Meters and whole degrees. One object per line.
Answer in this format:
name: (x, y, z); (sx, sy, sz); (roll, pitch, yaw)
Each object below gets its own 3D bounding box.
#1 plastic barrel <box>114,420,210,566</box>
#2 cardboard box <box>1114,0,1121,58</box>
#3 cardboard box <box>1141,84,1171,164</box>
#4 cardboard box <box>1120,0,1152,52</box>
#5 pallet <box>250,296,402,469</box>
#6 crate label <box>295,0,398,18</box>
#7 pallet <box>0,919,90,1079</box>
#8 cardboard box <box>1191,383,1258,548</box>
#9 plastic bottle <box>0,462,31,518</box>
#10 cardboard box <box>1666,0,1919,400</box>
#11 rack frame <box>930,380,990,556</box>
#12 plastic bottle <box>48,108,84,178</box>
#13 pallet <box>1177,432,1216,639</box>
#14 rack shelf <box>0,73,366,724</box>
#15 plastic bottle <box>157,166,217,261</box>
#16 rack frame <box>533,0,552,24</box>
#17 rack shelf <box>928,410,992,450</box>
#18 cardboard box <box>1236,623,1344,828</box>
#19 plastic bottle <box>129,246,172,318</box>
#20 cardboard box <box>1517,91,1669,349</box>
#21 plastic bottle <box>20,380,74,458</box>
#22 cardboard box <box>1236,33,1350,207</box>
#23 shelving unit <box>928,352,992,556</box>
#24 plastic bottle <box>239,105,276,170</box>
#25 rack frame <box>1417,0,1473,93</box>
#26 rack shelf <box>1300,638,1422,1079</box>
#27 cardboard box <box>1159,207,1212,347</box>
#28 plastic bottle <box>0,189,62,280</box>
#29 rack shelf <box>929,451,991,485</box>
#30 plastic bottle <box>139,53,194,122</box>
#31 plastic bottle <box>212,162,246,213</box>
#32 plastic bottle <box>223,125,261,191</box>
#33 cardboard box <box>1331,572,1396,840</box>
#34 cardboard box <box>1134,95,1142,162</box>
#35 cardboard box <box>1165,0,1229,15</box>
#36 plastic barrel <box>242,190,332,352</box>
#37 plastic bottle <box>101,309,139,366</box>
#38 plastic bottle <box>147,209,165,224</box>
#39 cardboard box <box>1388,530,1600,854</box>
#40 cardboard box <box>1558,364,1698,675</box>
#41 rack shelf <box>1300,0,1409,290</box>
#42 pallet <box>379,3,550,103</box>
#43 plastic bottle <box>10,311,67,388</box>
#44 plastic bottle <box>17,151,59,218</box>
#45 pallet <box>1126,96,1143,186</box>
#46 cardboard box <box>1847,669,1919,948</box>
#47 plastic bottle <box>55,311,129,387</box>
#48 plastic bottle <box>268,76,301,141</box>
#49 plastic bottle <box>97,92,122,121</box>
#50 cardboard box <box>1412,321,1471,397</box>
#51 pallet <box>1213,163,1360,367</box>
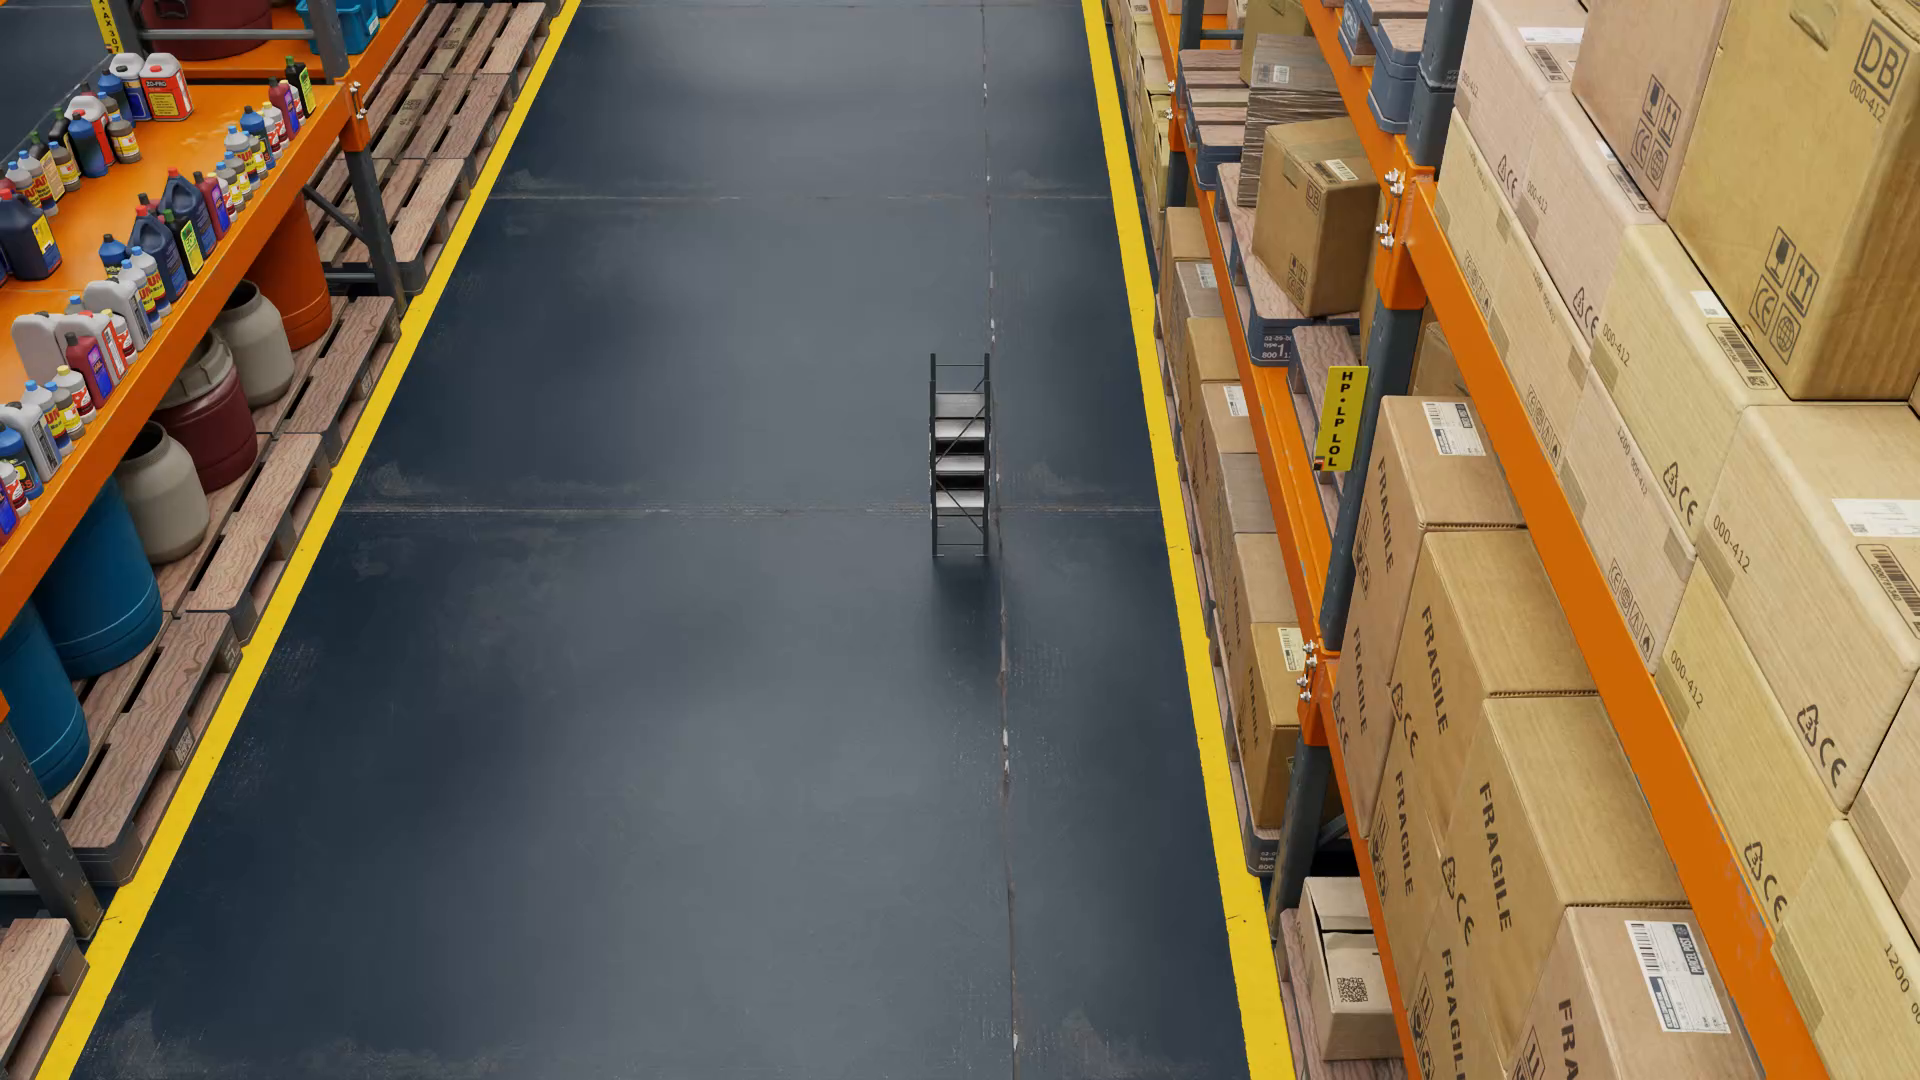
plastic barrel: (-3.307, -0.191, 6.743); (0.421, 0.512, 0.421); (0, 39, 0)
cardboard box: (1.284, -3.384, 10.937); (0.500, 0.250, 0.500); (1, 39, 1)
cardboard box: (1.283, -2.326, 9.169); (0.500, 0.311, 0.500); (-1, 39, -1)
cardboard box: (1.281, -3.280, 10.359); (0.500, 0.311, 0.500); (-1, 39, -2)
pallet: (-3.374, -0.782, 8.057); (1.003, 0.211, 1.213); (0, 39, 0)
crate label: (-3.147, -2.998, 8.564); (0.502, 0.435, 0.616); (0, 39, 0)
pallet: (-3.372, 1.686, 4.977); (1.003, 0.211, 1.213); (0, 39, 0)
cardboard box: (1.259, -0.308, 6.883); (0.500, 0.500, 0.500); (-1, 39, -2)
plastic bottle: (-3.004, -0.169, 5.221); (0.097, 0.201, 0.097); (0, 39, 0)
cardboard box: (1.446, -0.533, 2.238); (0.700, 0.500, 0.500); (0, 39, 0)
rack frame: (0.000, -0.282, 6.883); (0.240, 0.900, 0.006); (0, 39, 0)
plastic bottle: (-3.784, -1.673, 7.033); (0.061, 0.283, 0.133); (0, 39, 0)
pallet: (1.499, -0.048, 7.141); (1.003, 0.211, 1.213); (0, 39, 0)
rack shelf: (-3.414, -0.831, 6.464); (1.077, 0.370, 4.000); (0, 39, 0)
plastic bottle: (-3.029, -1.277, 6.484); (0.144, 0.351, 0.185); (0, 39, 0)
rack frame: (-3.421, -4.864, 10.921); (1.000, 3.000, 0.127); (0, 39, 0)
rack shelf: (0.000, -0.461, 6.871); (0.258, 0.077, 0.200); (0, 39, 0)
cardboard box: (1.255, 0.633, 5.709); (0.500, 0.500, 0.500); (0, 39, 0)
plastic bottle: (-3.005, -0.959, 6.150); (0.097, 0.271, 0.097); (0, 39, 0)
cardboard box: (1.296, -0.553, 2.863); (0.500, 0.250, 0.500); (0, 39, 0)
plastic bottle: (-3.004, -0.402, 5.456); (0.097, 0.271, 0.097); (0, 39, 0)
cardboard box: (1.461, -1.601, 6.434); (0.700, 0.500, 0.500); (7, 39, 8)
shelving unit: (0.000, -0.346, 6.962); (0.258, 0.900, 0.210); (0, 39, 0)
plastic bottle: (-3.007, -1.722, 7.103); (0.097, 0.271, 0.097); (0, 39, 0)
rack frame: (1.542, -2.204, 2.804); (1.000, 3.000, 0.127); (0, 39, 0)
rack shelf: (1.544, 1.669, 3.344); (1.077, 0.370, 4.000); (0, 39, 0)
cardboard box: (1.252, -1.276, 8.090); (0.500, 0.500, 0.500); (2, 39, 2)
plastic bottle: (-3.589, -1.190, 6.376); (0.144, 0.351, 0.185); (0, 39, 0)
rack shelf: (0.000, -0.320, 6.983); (0.258, 0.077, 0.200); (0, 39, 0)
plastic bottle: (-3.587, -2.044, 7.501); (0.152, 0.276, 0.135); (0, 39, 0)
plastic bottle: (-3.006, -1.451, 6.821); (0.097, 0.201, 0.097); (0, 39, 0)
plastic bottle: (-3.007, -1.600, 6.951); (0.097, 0.271, 0.097); (0, 39, 0)
cardboard box: (1.270, 0.417, 4.251); (0.500, 0.500, 0.500); (1, 39, 1)
cardboard box: (1.291, -2.421, 9.735); (0.500, 0.250, 0.500); (1, 39, 1)
cardboard box: (1.260, -2.828, 8.582); (0.380, 0.149, 0.250); (0, 39, 0)
plastic barrel: (-3.399, -1.374, 7.965); (0.600, 0.830, 0.708); (0, 39, 0)
plastic bottle: (-3.005, -0.725, 5.915); (0.097, 0.201, 0.097); (0, 39, 0)
plastic bottle: (-3.048, -1.151, 6.381); (0.061, 0.283, 0.133); (0, 39, 0)
cardboard box: (1.262, 0.326, 3.566); (0.500, 0.500, 0.500); (-1, 39, -1)
cardboard box: (1.290, -0.045, 2.629); (0.500, 0.250, 0.500); (0, 39, 0)
rack shelf: (1.539, -2.003, 5.528); (1.077, 0.370, 4.000); (0, 39, 0)
pallet: (-3.381, -3.285, 11.181); (1.003, 0.211, 1.213); (0, 39, 0)
plastic bottle: (-3.184, -0.682, 5.801); (0.152, 0.276, 0.135); (0, 39, 0)
plastic bottle: (-3.765, -1.452, 6.766); (0.097, 0.271, 0.097); (0, 39, 0)
pallet: (1.577, -2.552, 10.265); (1.003, 0.211, 1.213); (0, 39, 0)
cardboard box: (1.293, 0.385, 1.692); (0.500, 0.250, 0.500); (0, 39, 0)
plastic bottle: (-3.032, -0.682, 5.801); (0.152, 0.276, 0.135); (0, 39, 0)
plastic bottle: (-2.989, -1.920, 7.341); (0.061, 0.283, 0.133); (0, 39, 0)
plastic bottle: (-3.766, -1.881, 7.358); (0.097, 0.201, 0.097); (0, 39, 0)
cardboard box: (1.765, -0.362, 4.887); (0.700, 0.500, 0.500); (-13, 40, -15)
pallet: (1.544, -1.073, 6.344); (1.003, 0.211, 1.213); (0, 39, 0)
